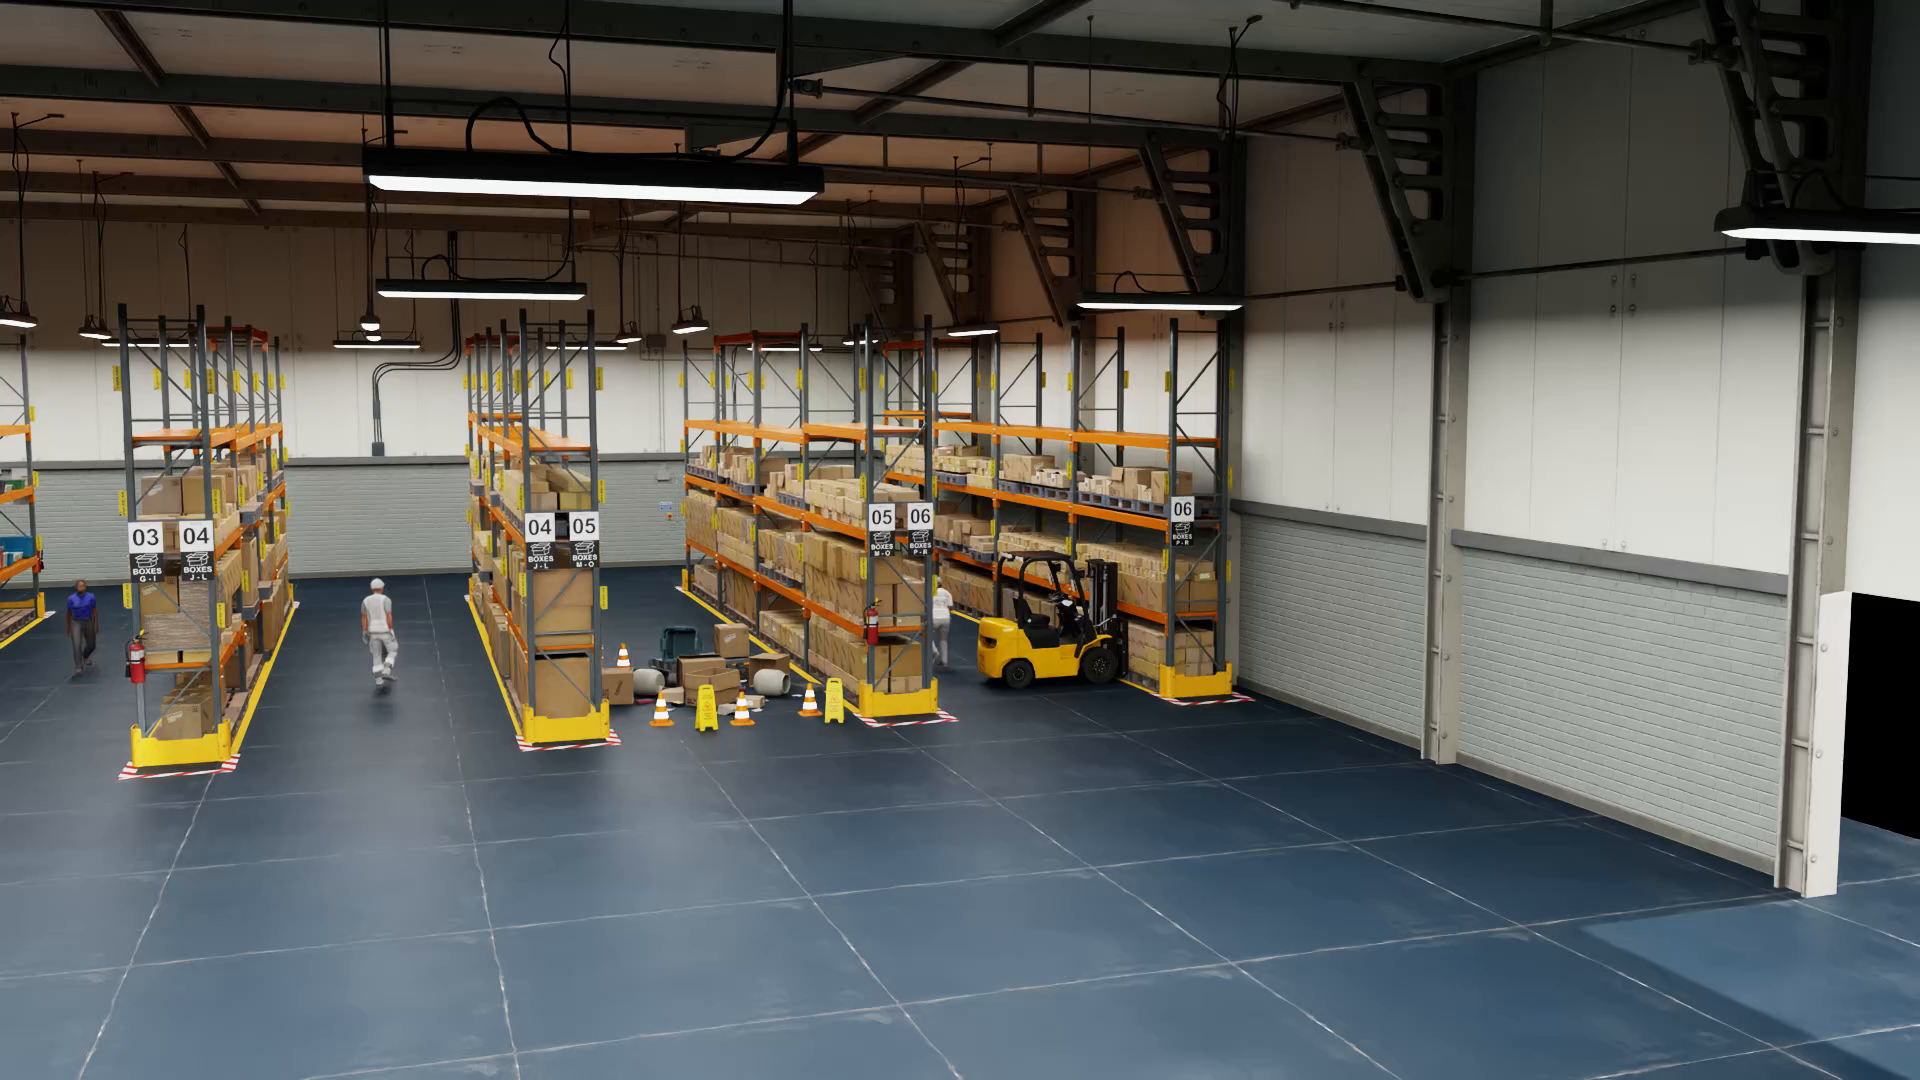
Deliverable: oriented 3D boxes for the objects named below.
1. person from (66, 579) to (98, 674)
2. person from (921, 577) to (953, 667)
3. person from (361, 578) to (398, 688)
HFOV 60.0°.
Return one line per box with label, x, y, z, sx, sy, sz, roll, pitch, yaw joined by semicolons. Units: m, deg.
person;-15.178;1.468;28.752;0.479;1.612;0.928;-4;7;-35
person;-0.406;1.440;29.517;0.604;1.553;0.718;-2;6;-17
person;-9.521;1.528;27.260;0.578;1.778;0.550;-1;5;-6
